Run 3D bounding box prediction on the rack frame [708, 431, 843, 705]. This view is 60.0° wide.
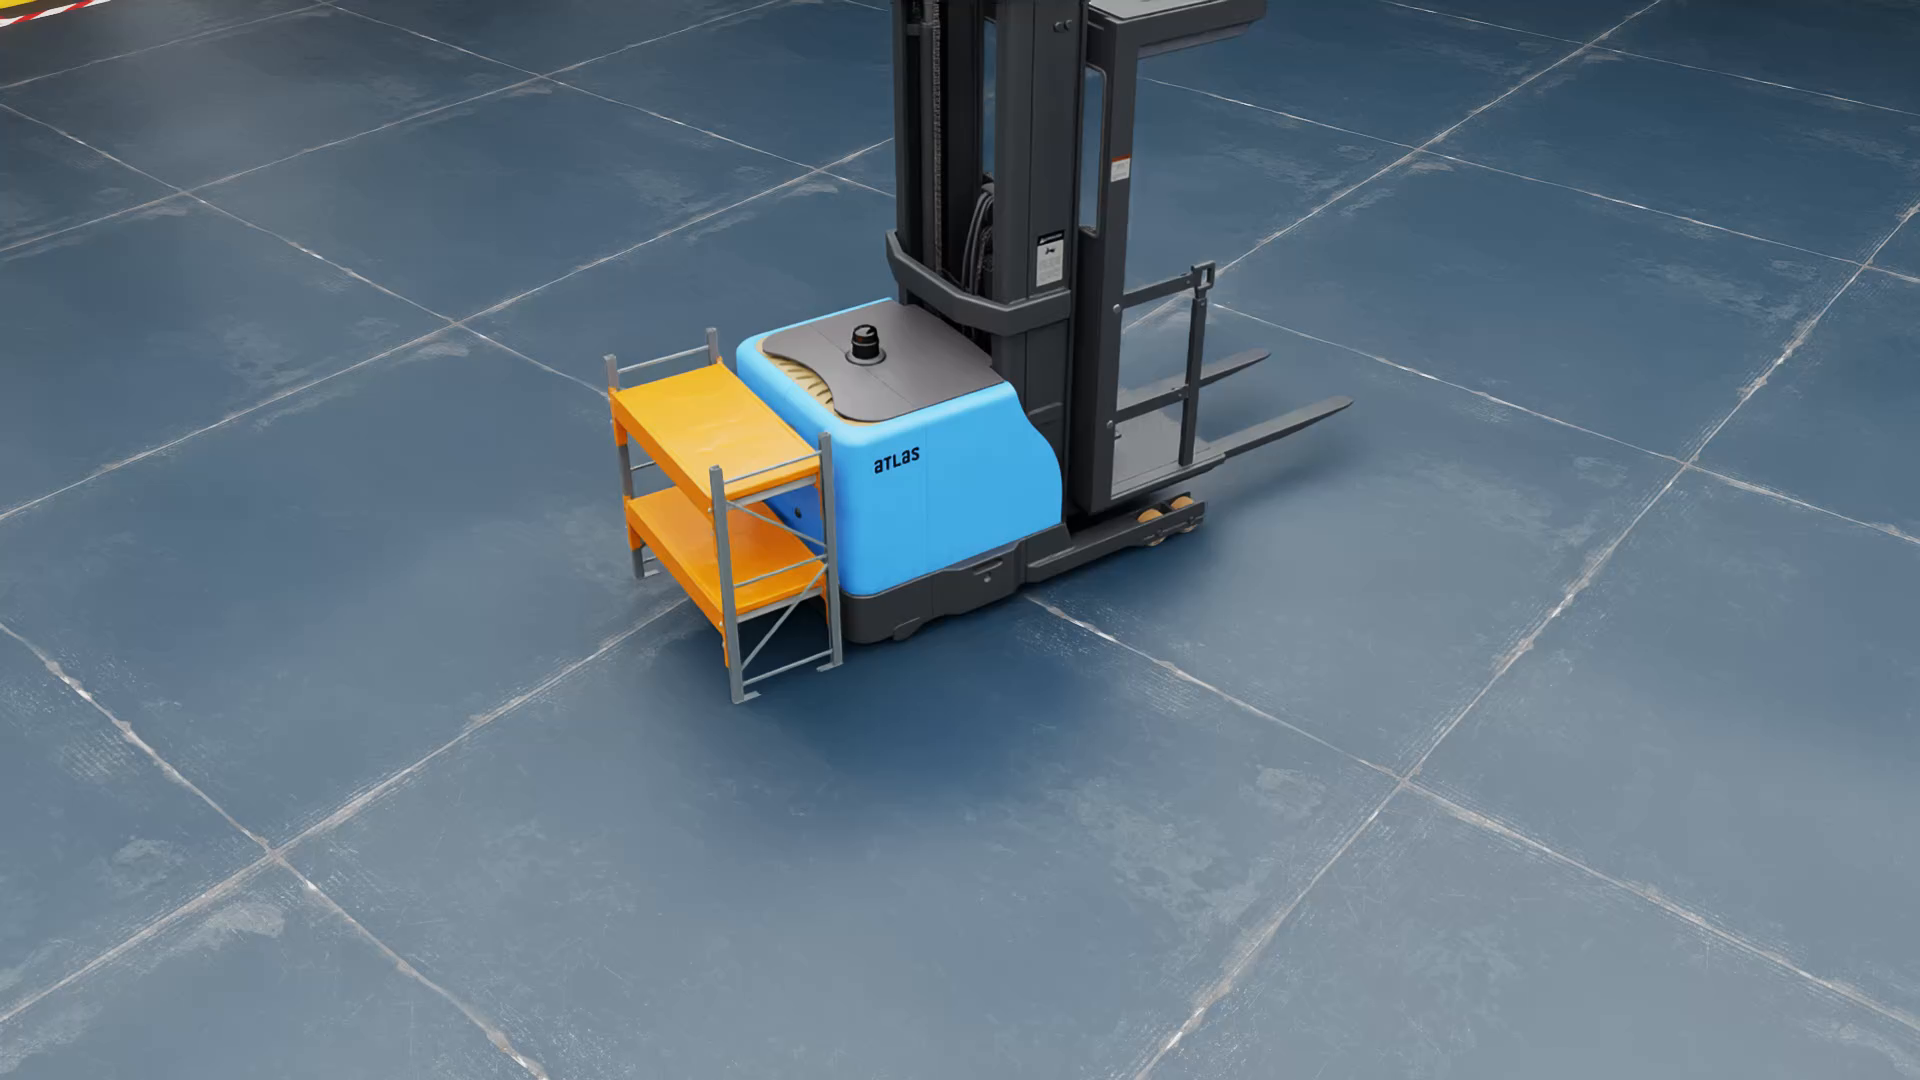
[{"bbox_3d":[-0.712,0.126,6.573,0.500,1.125,0.032,-20,39,-26],"label":"rack frame"}]

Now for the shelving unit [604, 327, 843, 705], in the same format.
[{"bbox_3d":[-0.982,-0.118,6.928,0.538,1.125,1.048,-20,39,-26],"label":"shelving unit"}]

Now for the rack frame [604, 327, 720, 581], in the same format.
[{"bbox_3d":[-1.252,-0.362,7.283,0.500,1.125,0.032,-20,39,-26],"label":"rack frame"}]

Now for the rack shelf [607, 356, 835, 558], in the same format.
[{"bbox_3d":[-0.982,-0.359,6.762,0.538,0.278,1.000,-20,39,-26],"label":"rack shelf"}]

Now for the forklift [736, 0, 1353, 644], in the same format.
[{"bbox_3d":[0.539,-1.411,7.215,3.031,2.935,1.130,-21,39,-27],"label":"forklift"}]

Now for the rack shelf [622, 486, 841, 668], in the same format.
[{"bbox_3d":[-0.982,0.084,7.066,0.538,0.278,1.000,-20,39,-26],"label":"rack shelf"}]
